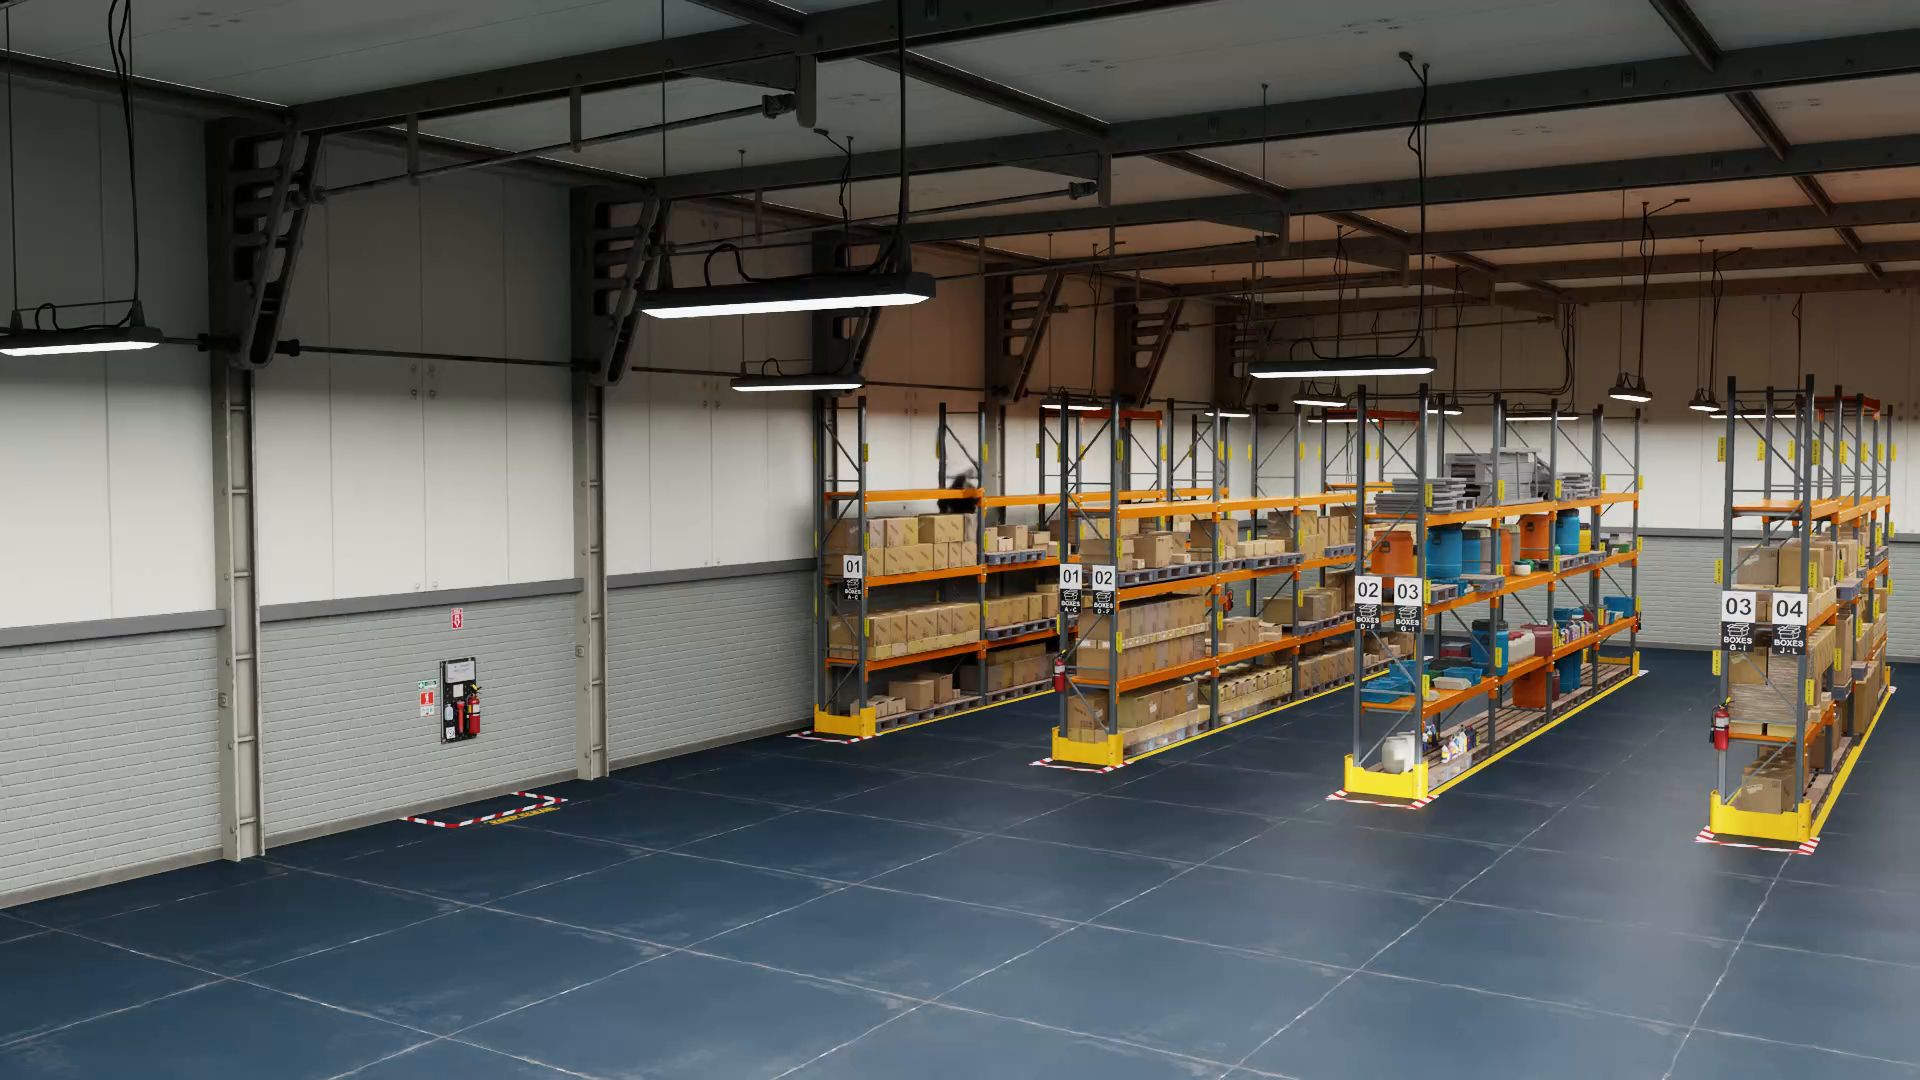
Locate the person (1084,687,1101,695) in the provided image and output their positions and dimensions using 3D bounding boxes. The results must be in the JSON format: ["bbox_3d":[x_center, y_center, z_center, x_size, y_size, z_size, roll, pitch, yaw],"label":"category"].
[{"bbox_3d":[2.492,2.571,30.562,0.617,1.649,0.818,2,3,30],"label":"person"}]
